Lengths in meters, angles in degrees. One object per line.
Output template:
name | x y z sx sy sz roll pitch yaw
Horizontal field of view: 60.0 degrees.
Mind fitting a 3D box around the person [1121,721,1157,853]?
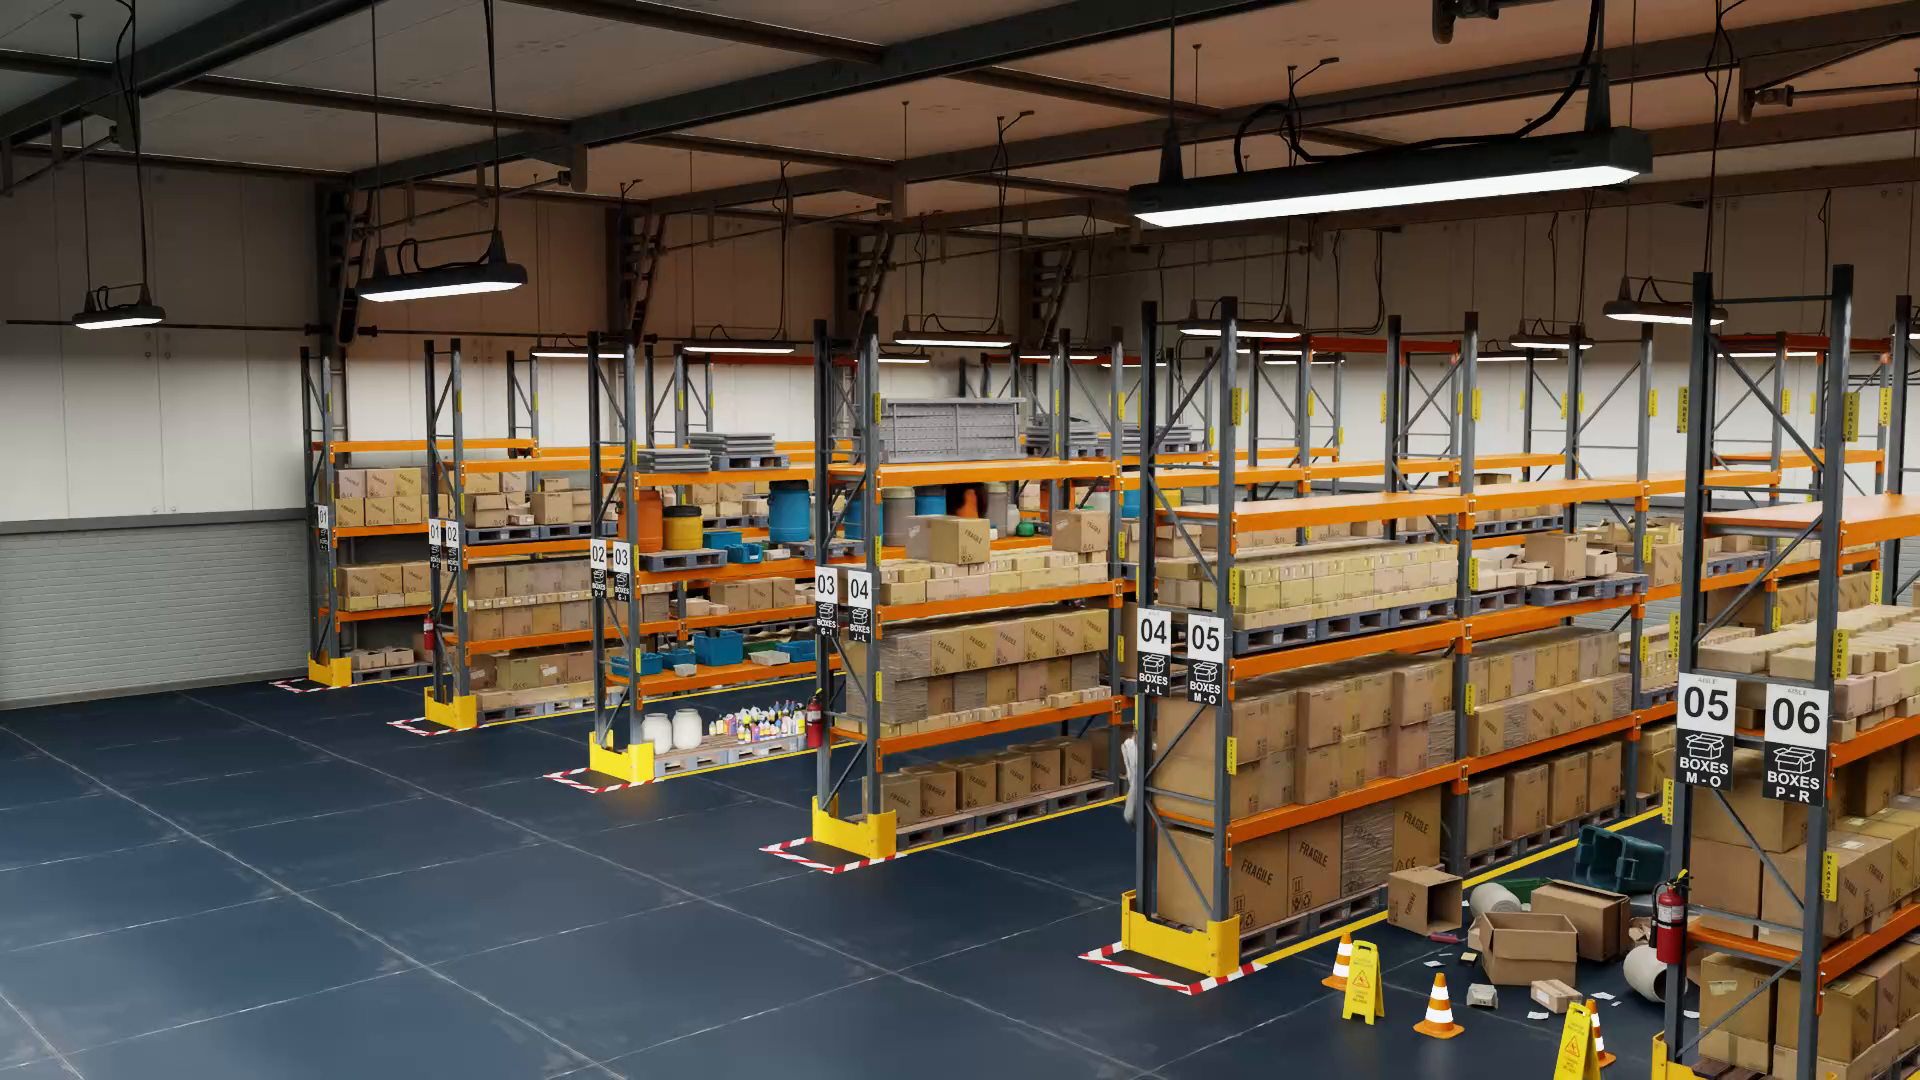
person | 2.000 2.748 18.299 0.600 1.609 0.756 2 5 23
